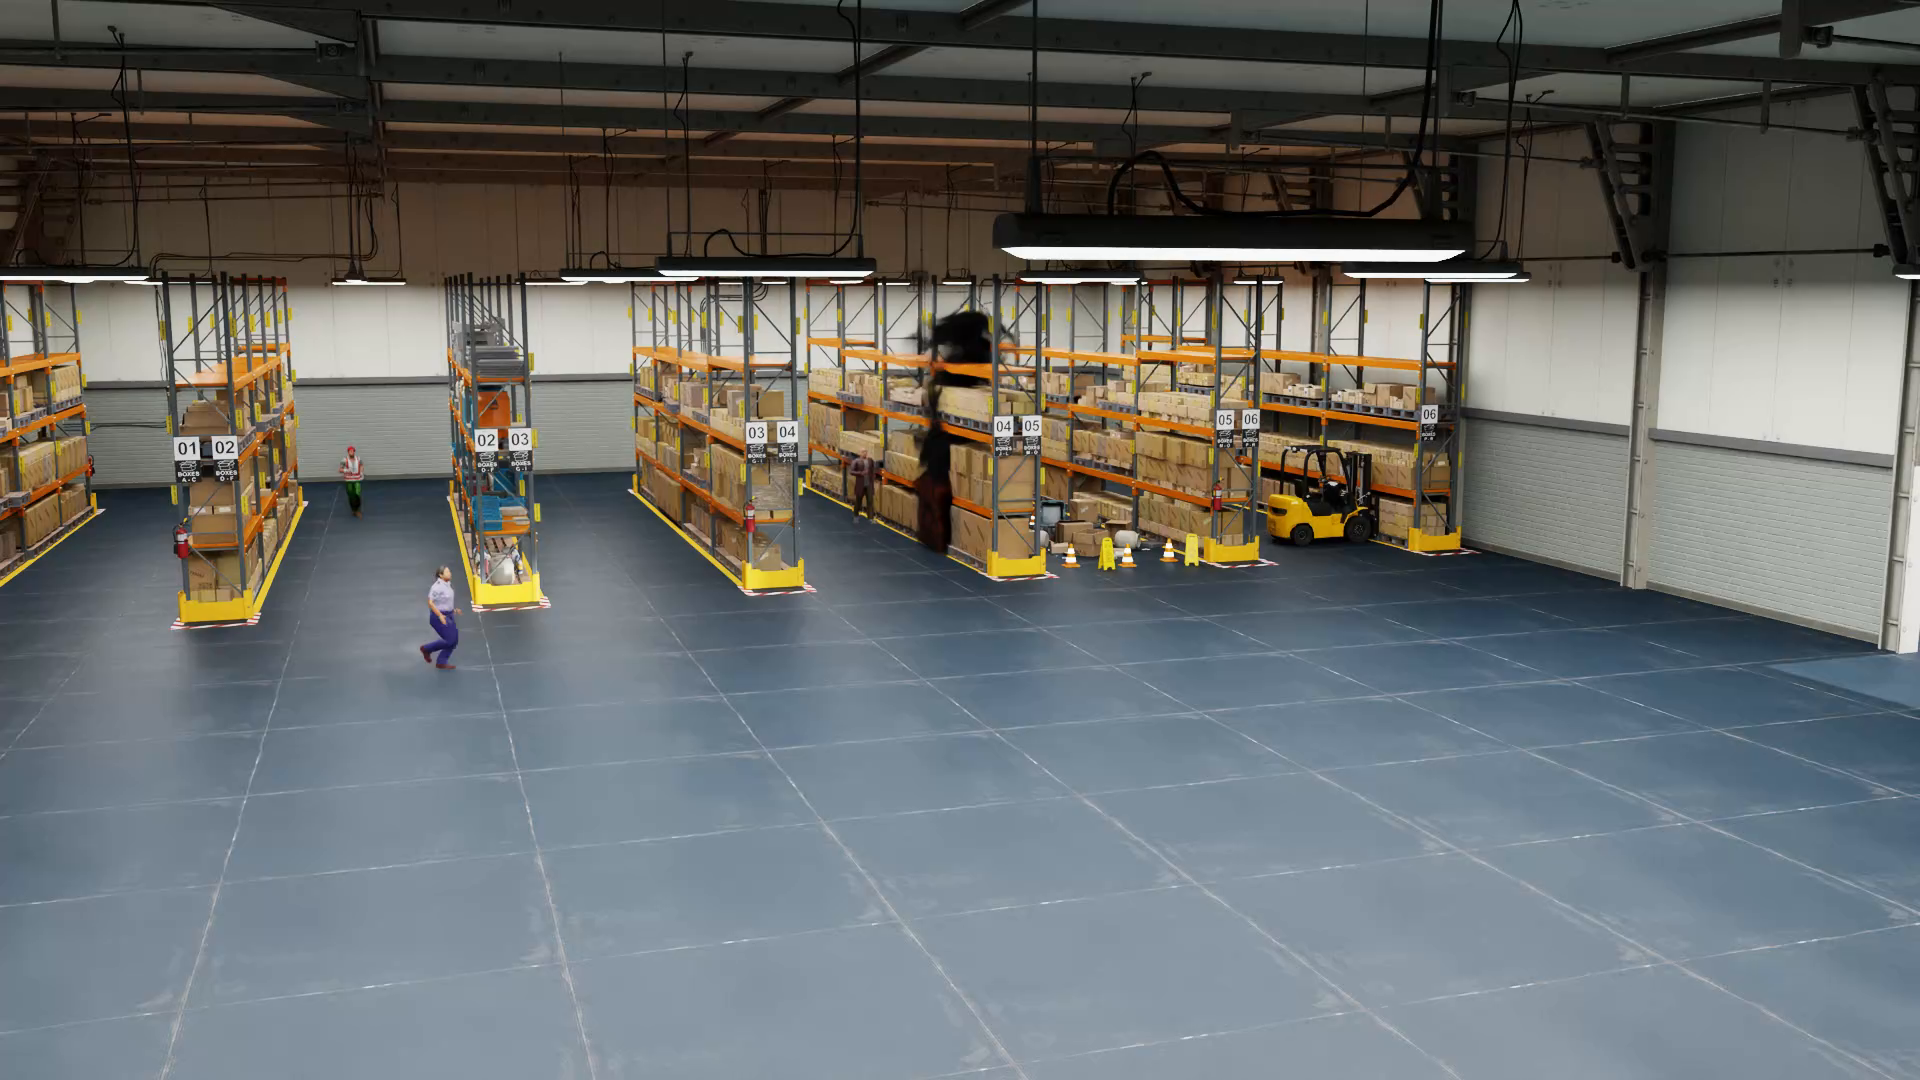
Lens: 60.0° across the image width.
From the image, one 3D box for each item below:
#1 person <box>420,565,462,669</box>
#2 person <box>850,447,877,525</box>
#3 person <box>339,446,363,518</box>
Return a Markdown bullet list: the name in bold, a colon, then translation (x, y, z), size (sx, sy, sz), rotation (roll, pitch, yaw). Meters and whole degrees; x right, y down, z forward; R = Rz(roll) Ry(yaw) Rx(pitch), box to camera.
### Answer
- **person**: translation (-7.844, 1.174, 25.118), size (0.585, 1.598, 0.581), rotation (0, 9, 0)
- **person**: translation (-2.215, -1.241, 38.483), size (0.714, 1.818, 0.979), rotation (-4, 9, -25)
- **person**: translation (-15.295, -1.450, 41.849), size (0.614, 1.828, 0.737), rotation (-4, 9, -25)
